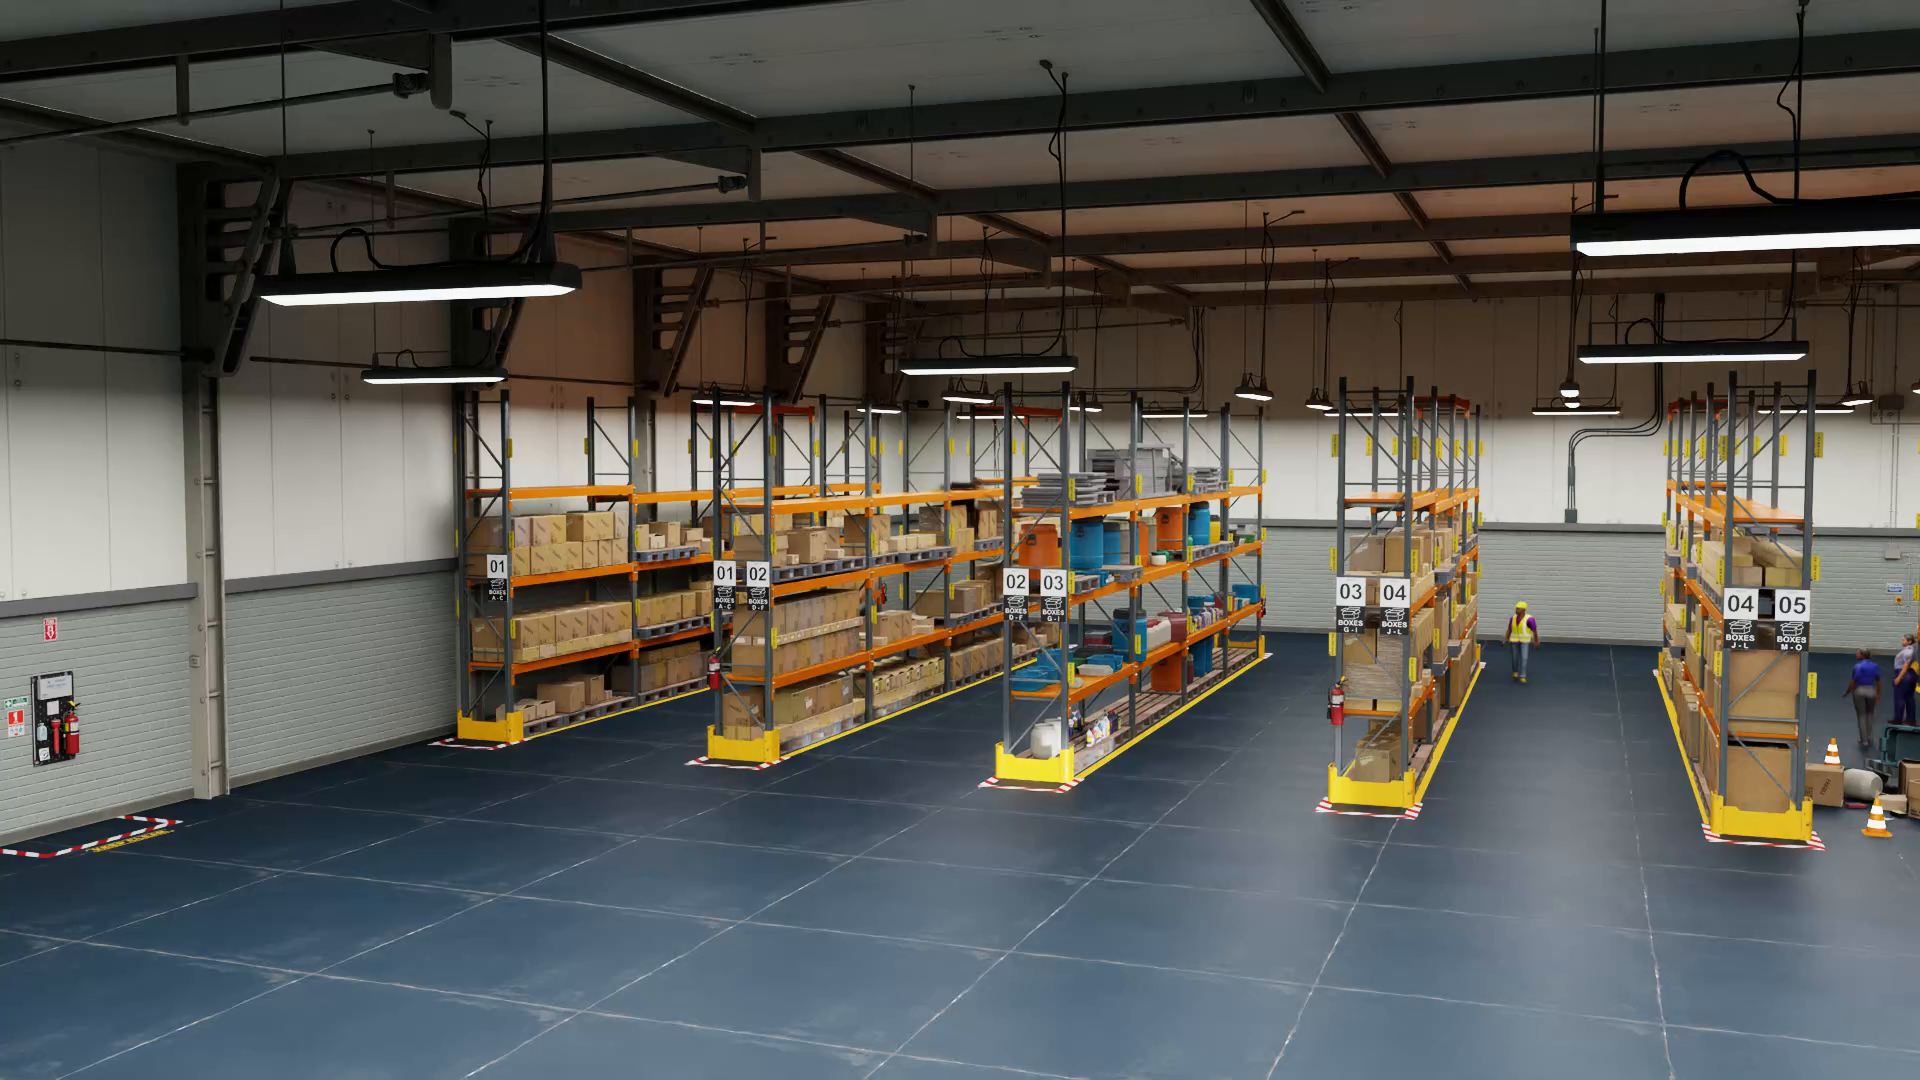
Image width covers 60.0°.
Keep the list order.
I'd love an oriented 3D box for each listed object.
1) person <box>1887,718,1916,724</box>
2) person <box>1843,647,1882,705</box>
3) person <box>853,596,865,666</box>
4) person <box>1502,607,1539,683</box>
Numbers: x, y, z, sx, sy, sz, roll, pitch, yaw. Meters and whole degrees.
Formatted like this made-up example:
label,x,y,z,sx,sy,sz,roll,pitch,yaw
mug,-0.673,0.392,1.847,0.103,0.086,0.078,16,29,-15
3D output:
label,x,y,z,sx,sy,sz,roll,pitch,yaw
person,17.105,3.239,30.234,0.512,0.225,0.363,-2,4,-37
person,15.243,2.291,28.054,0.570,0.969,0.288,1,3,17
person,-2.360,2.056,38.472,0.689,1.672,1.066,1,3,16
person,11.999,2.199,35.618,0.746,1.686,1.042,1,3,21
